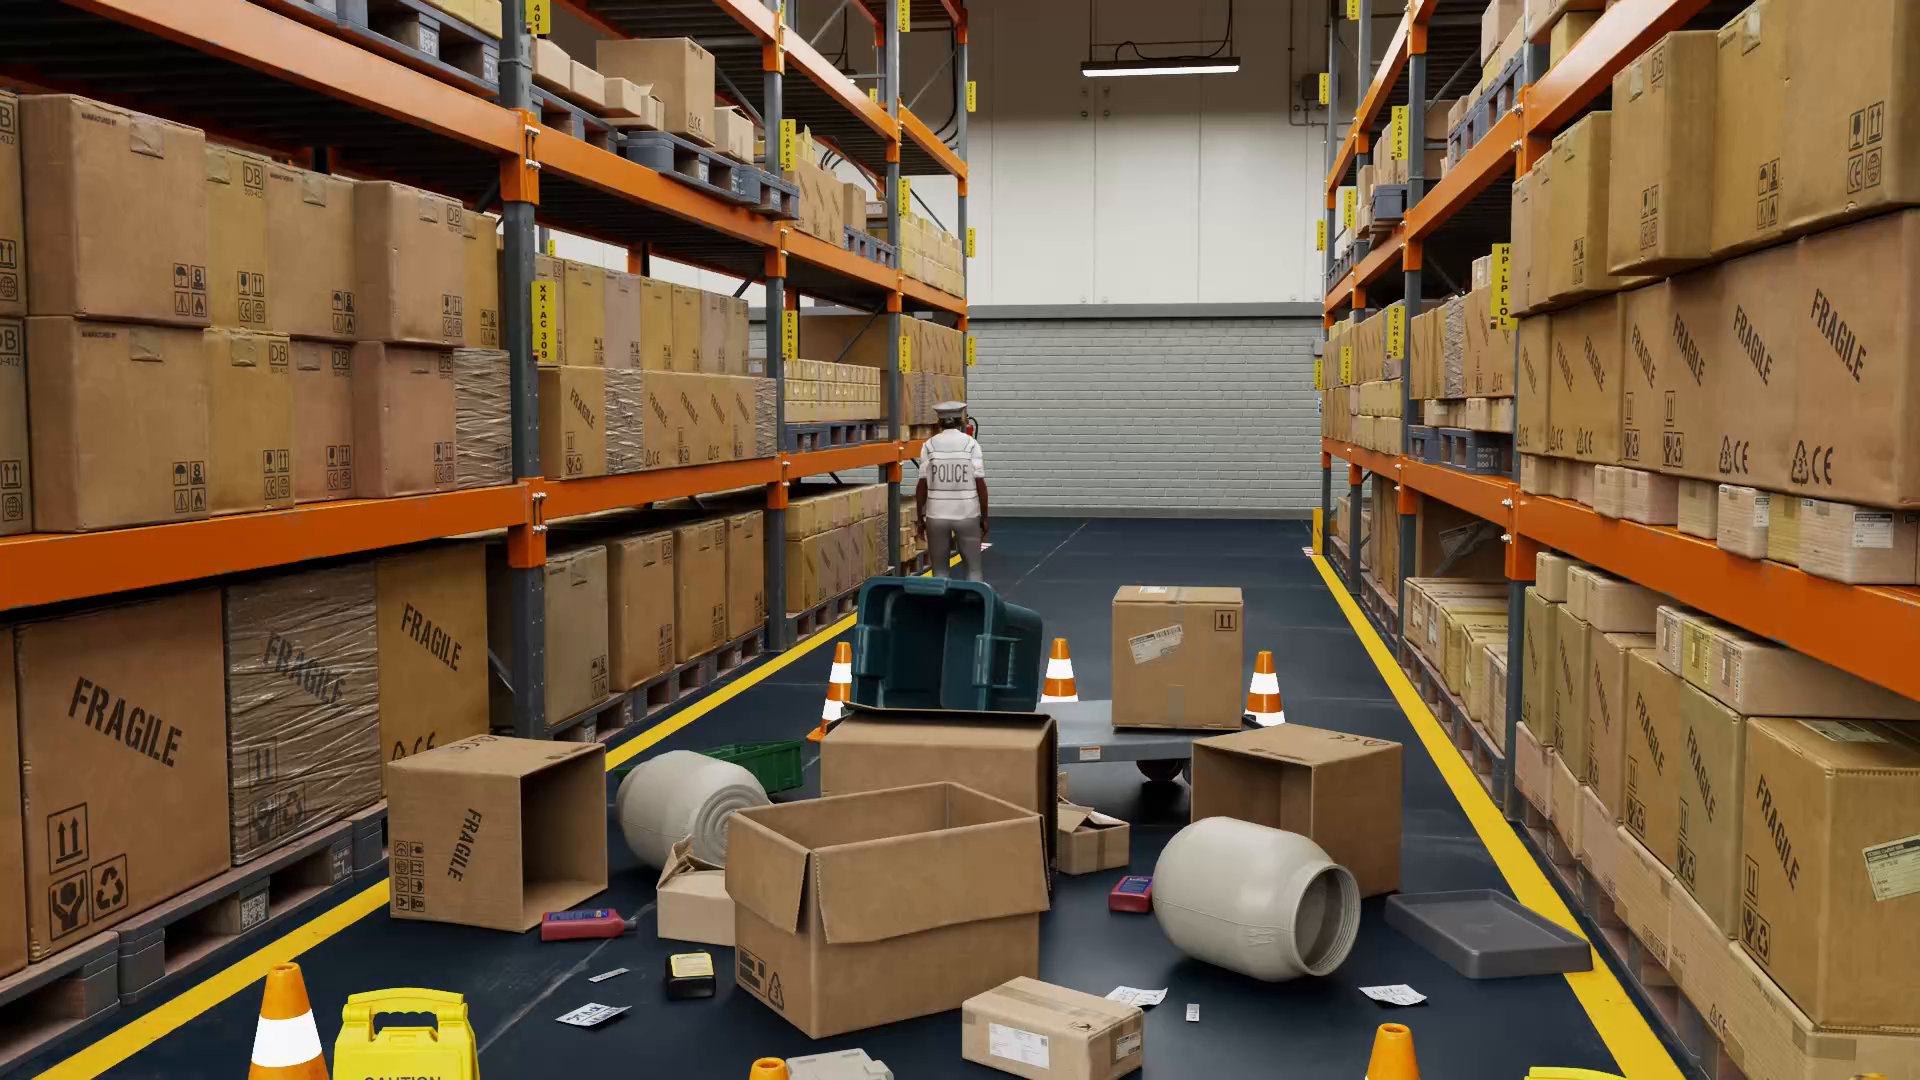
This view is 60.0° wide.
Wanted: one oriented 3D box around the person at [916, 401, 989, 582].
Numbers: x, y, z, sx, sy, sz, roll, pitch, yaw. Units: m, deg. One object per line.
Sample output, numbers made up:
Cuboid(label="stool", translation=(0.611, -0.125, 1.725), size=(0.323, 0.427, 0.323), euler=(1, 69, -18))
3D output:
Cuboid(label="person", translation=(-0.038, -0.133, 11.540), size=(0.532, 1.663, 0.422), euler=(0, 5, 5))
